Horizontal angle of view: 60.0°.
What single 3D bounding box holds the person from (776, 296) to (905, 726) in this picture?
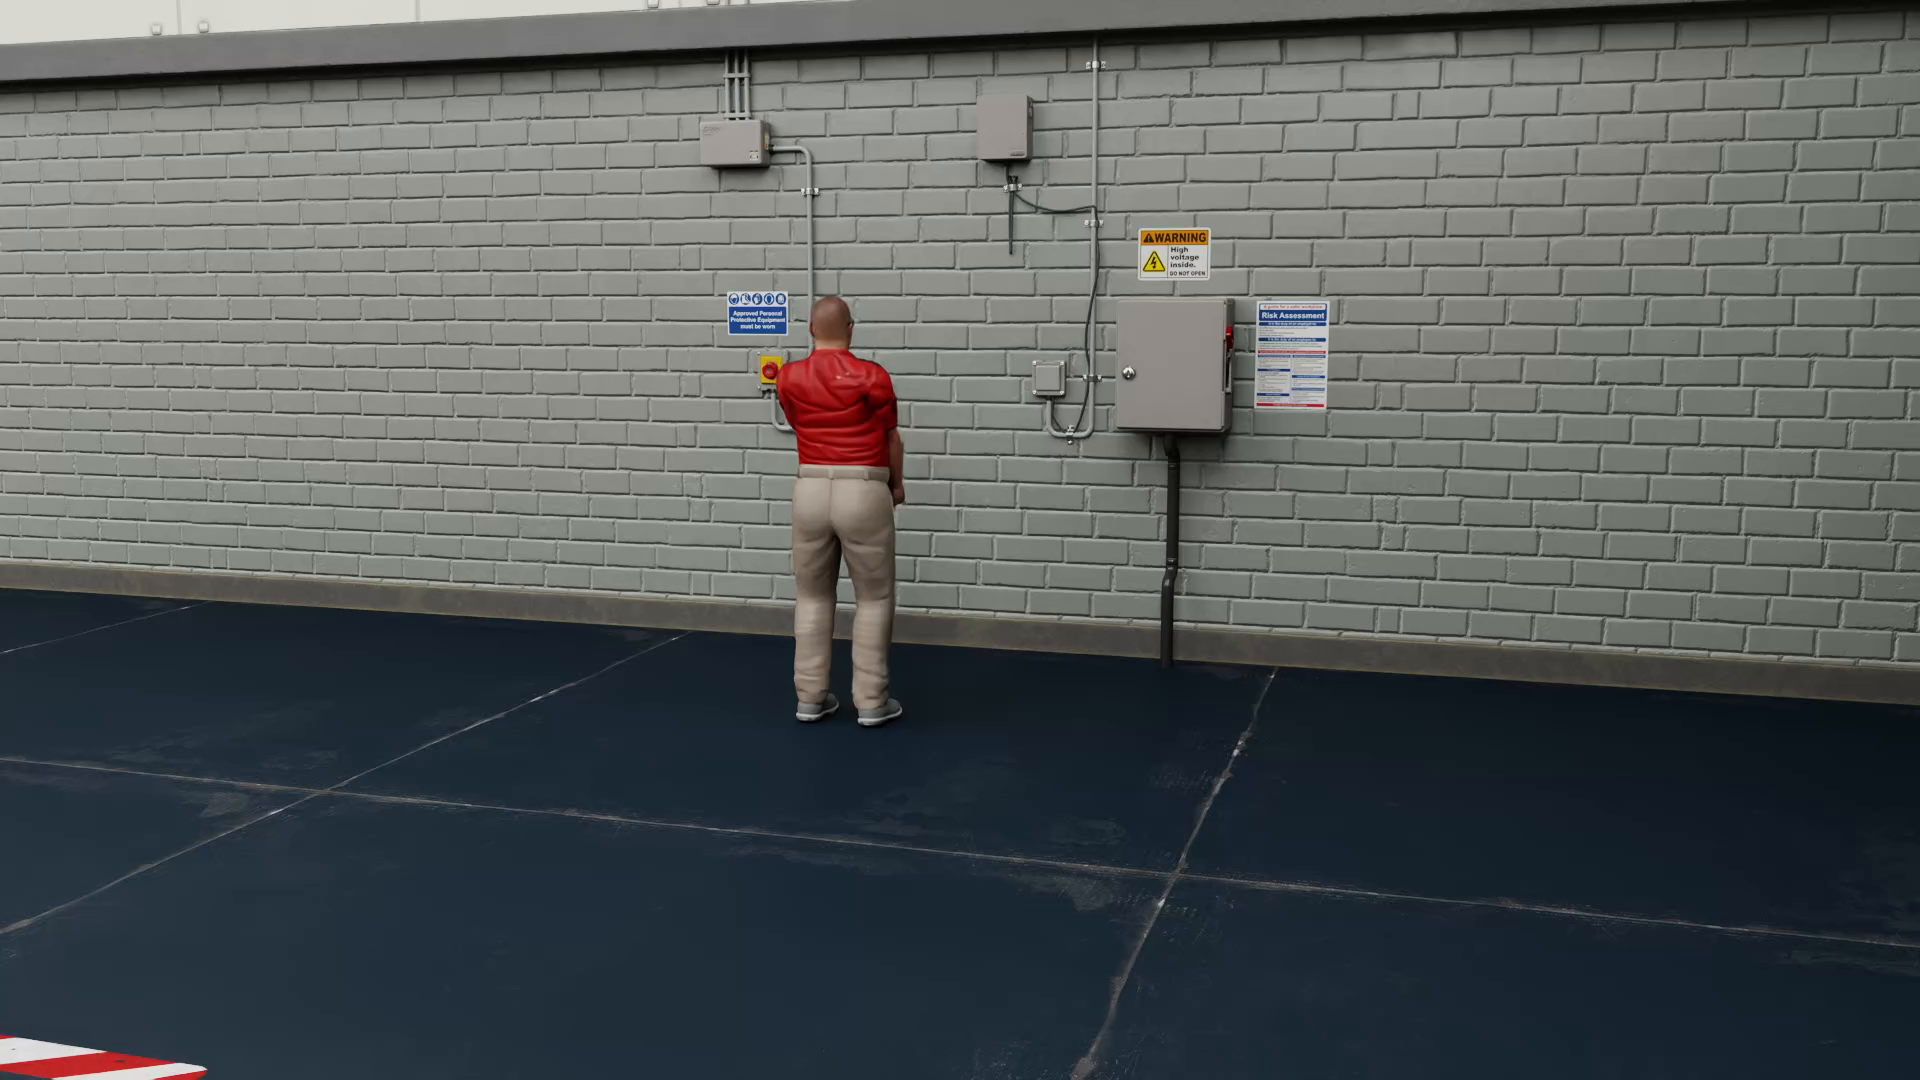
[{"bbox_3d":[-0.462,-0.127,6.801,0.490,1.722,0.540,2,9,16],"label":"person"}]
